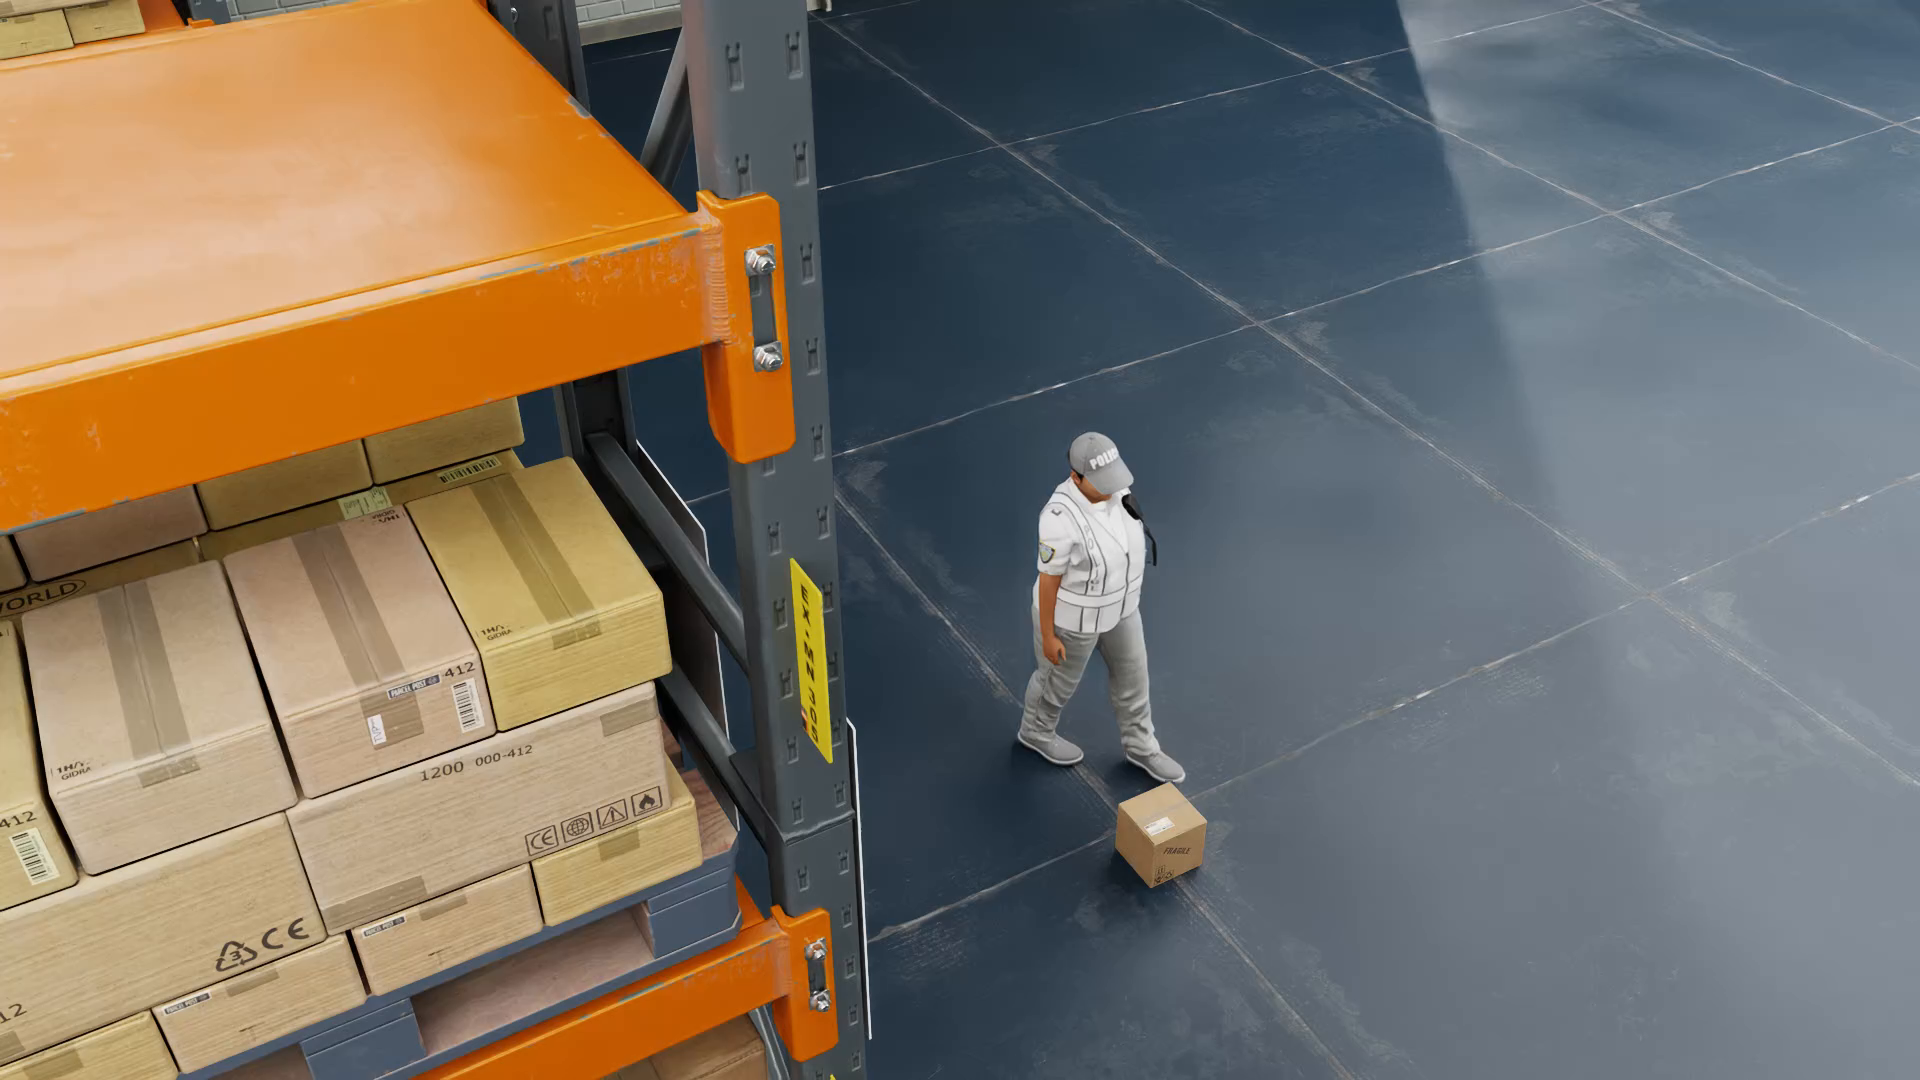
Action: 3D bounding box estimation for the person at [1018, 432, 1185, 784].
[{"bbox_3d":[0.564,0.306,6.514,0.704,1.650,0.493,30,46,34],"label":"person"}]
